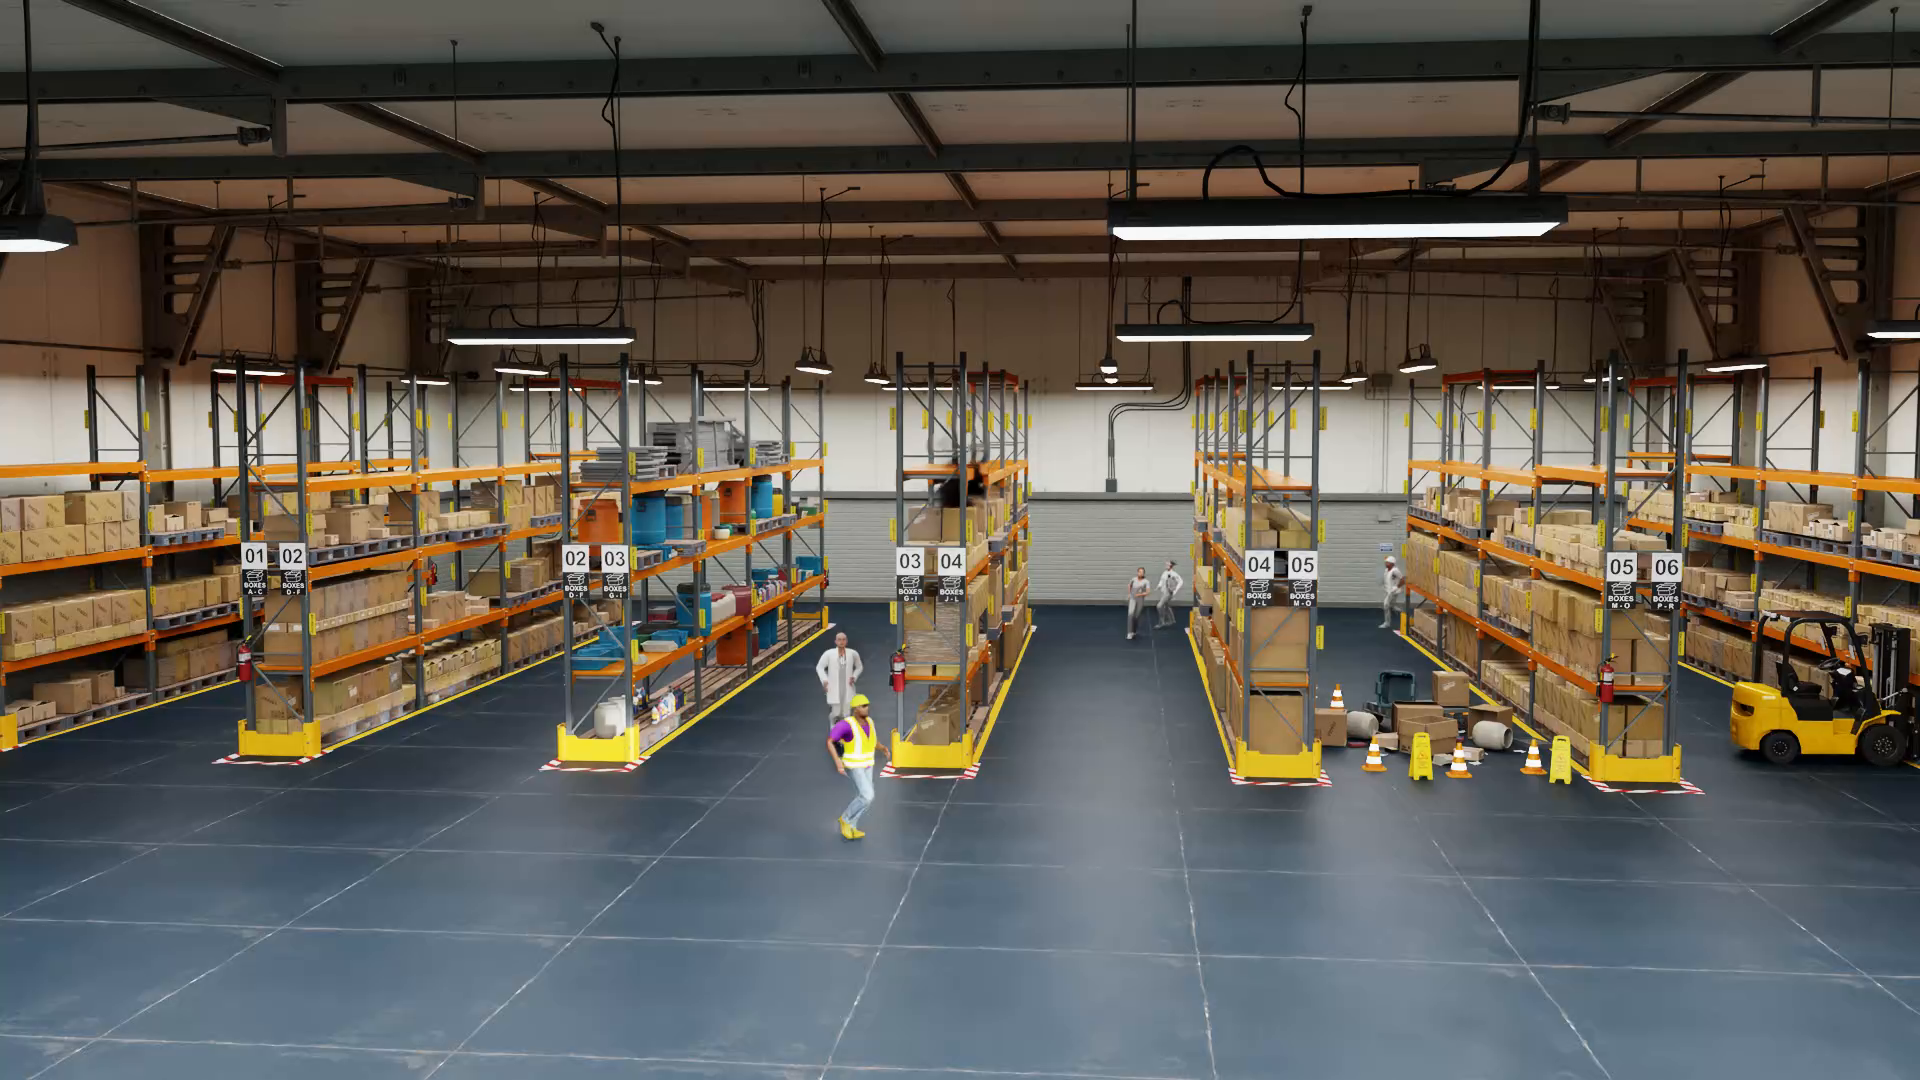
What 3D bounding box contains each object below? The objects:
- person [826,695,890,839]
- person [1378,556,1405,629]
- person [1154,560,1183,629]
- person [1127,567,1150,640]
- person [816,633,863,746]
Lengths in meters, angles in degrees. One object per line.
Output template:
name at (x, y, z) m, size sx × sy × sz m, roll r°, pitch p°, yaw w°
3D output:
person at (-1.171, 2.713, 19.911) m, size 0.612 × 1.733 × 0.704 m, roll 3°, pitch 5°, yaw 35°
person at (10.585, 1.271, 40.282) m, size 0.804 × 1.759 × 0.693 m, roll -1°, pitch 4°, yaw -13°
person at (5.063, 1.320, 40.300) m, size 0.671 × 1.705 × 0.678 m, roll -2°, pitch 4°, yaw -23°
person at (4.115, 1.444, 38.397) m, size 0.564 × 1.633 × 0.814 m, roll 1°, pitch 4°, yaw 14°
person at (-1.850, 2.303, 25.796) m, size 0.726 × 1.734 × 0.702 m, roll -1°, pitch 4°, yaw -13°
